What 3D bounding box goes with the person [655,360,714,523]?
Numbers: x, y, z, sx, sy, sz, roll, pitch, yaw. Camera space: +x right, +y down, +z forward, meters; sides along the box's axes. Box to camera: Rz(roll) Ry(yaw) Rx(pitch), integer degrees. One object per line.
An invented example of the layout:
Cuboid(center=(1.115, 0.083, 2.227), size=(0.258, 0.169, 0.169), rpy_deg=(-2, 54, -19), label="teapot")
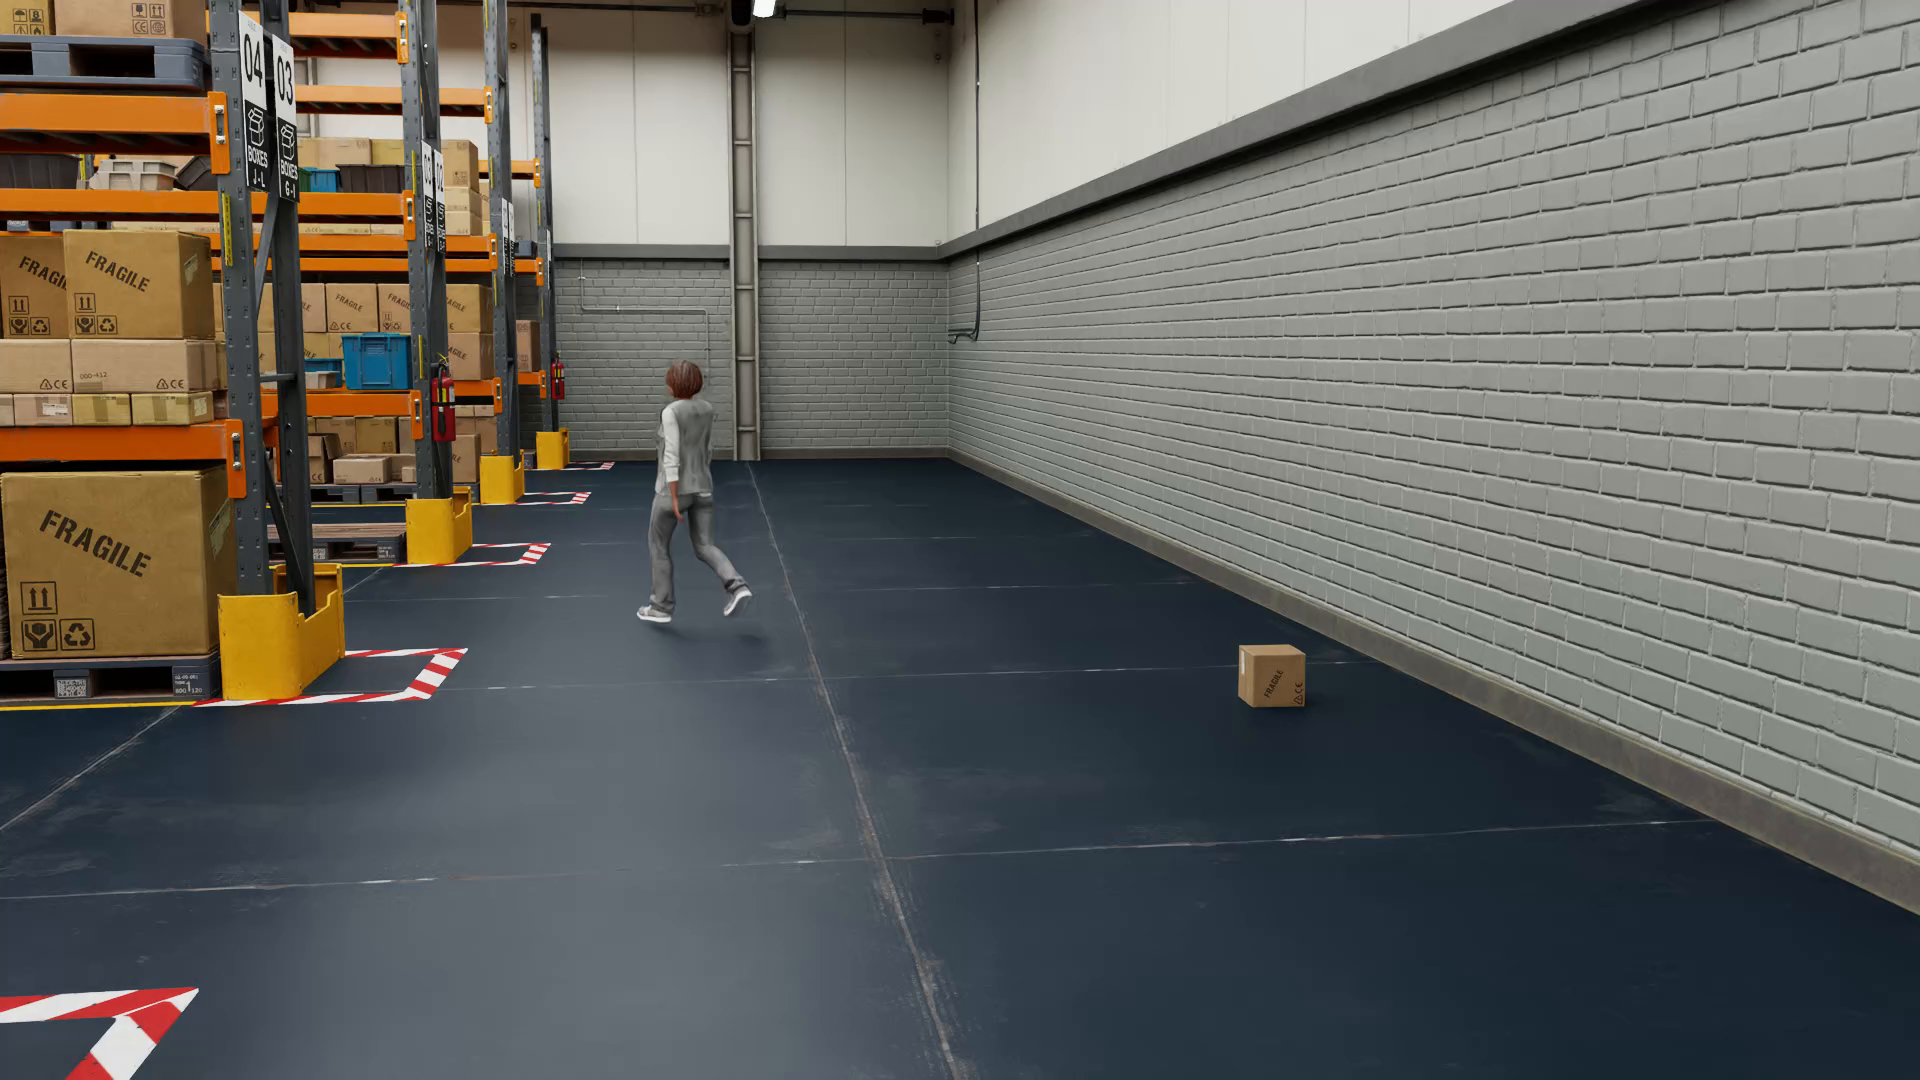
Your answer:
Cuboid(center=(-1.619, -0.585, 9.749), size=(0.320, 0.936, 0.407), rpy_deg=(6, 9, 41), label="person")
